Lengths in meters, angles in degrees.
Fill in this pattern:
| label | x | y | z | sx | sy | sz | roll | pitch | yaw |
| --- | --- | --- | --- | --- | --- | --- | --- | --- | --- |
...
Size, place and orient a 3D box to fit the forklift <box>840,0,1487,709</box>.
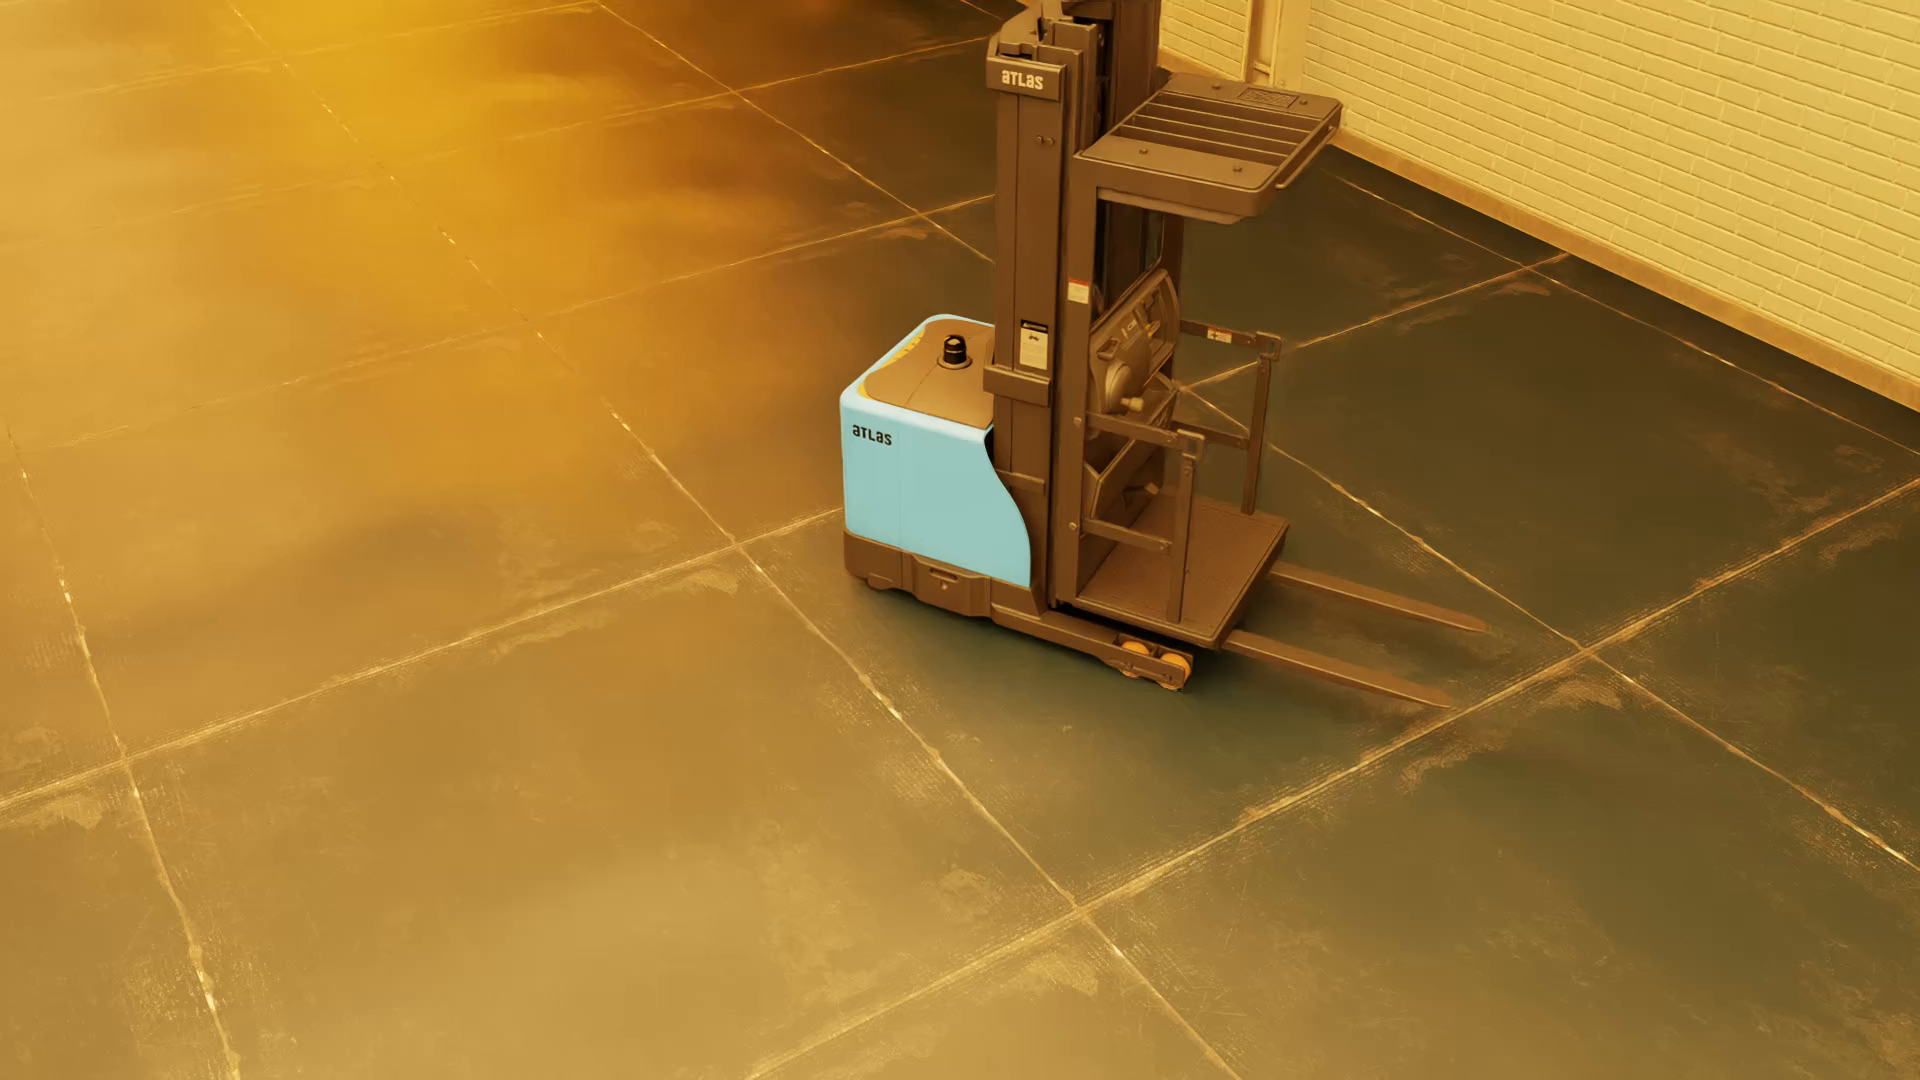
| label | x | y | z | sx | sy | sz | roll | pitch | yaw |
| --- | --- | --- | --- | --- | --- | --- | --- | --- | --- |
| forklift | 0.964 | -0.857 | 7.367 | 3.031 | 2.935 | 1.130 | 17 | 38 | 22 |
